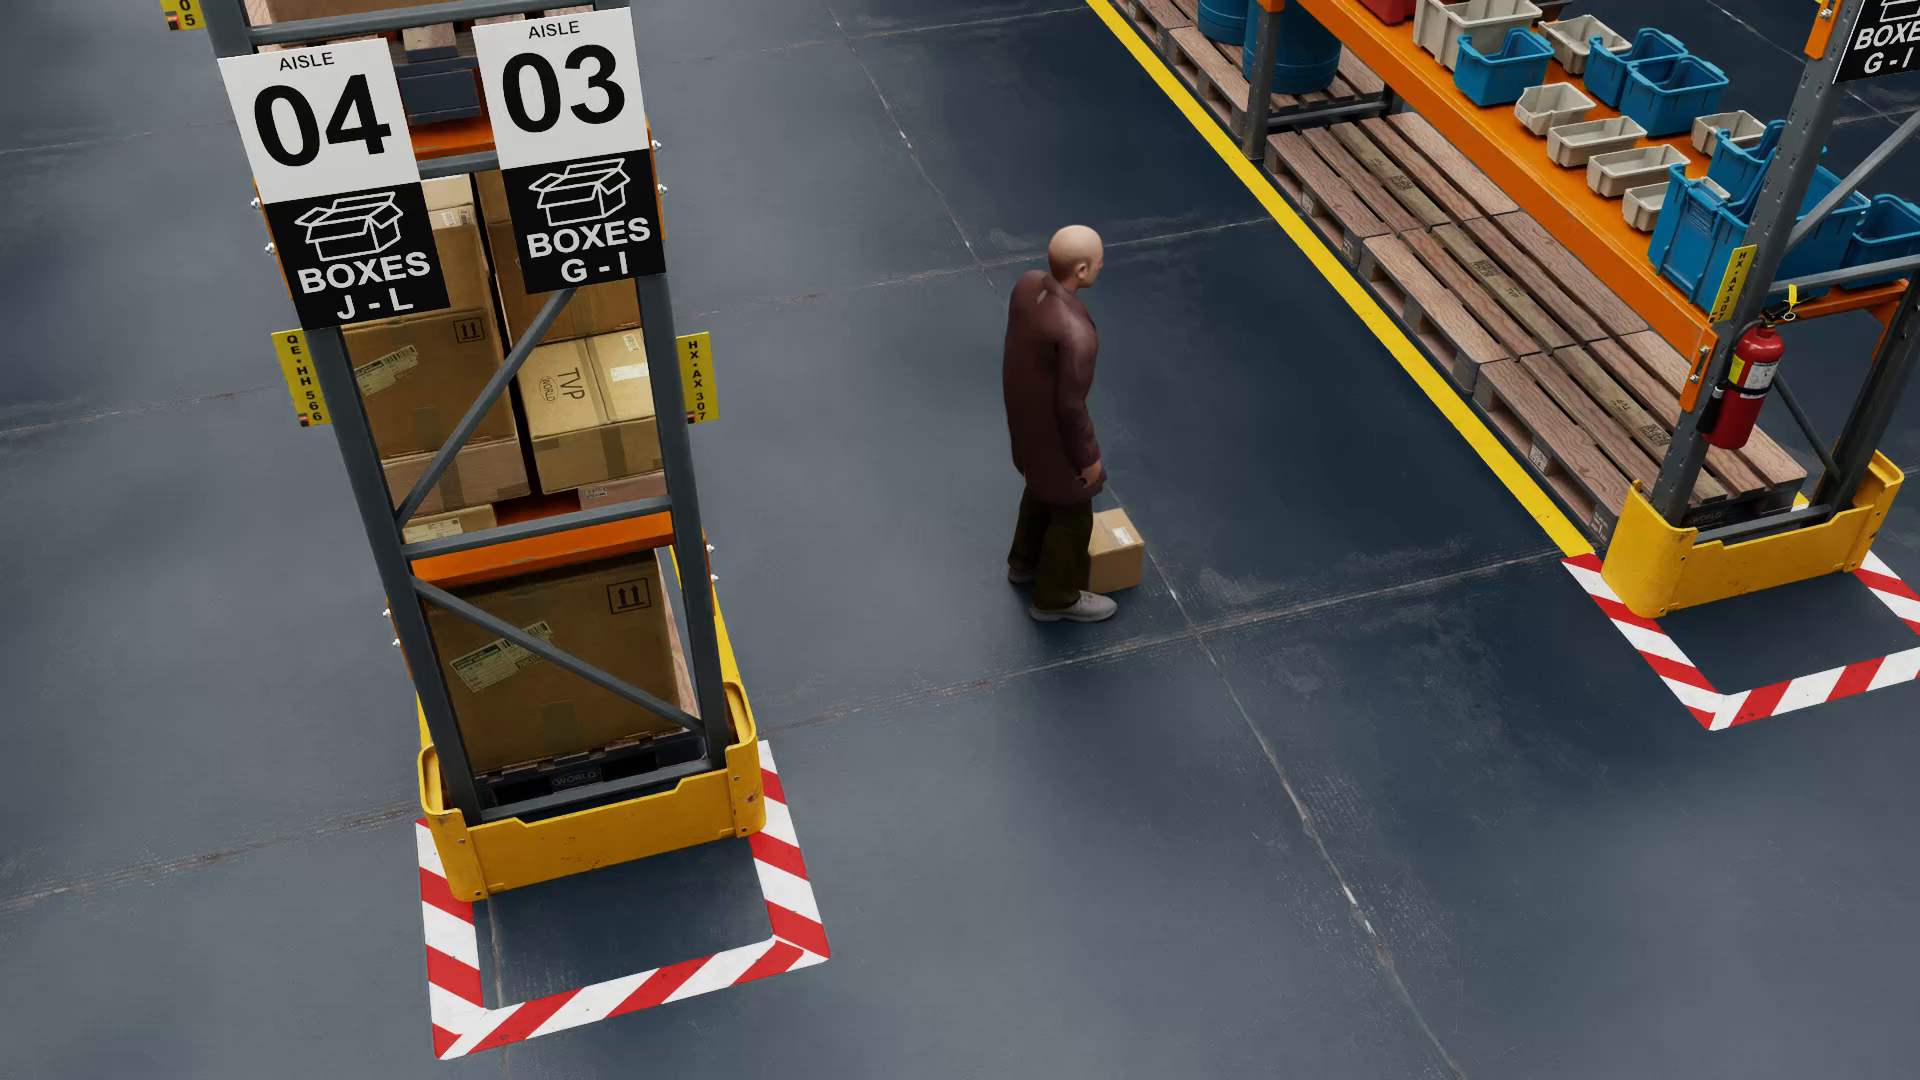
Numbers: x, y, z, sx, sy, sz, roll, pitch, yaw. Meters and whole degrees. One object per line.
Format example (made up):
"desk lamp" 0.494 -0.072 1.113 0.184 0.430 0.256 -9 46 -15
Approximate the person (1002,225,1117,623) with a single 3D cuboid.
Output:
"person" 0.391 -0.463 6.692 0.427 1.773 0.635 -13 43 -15
